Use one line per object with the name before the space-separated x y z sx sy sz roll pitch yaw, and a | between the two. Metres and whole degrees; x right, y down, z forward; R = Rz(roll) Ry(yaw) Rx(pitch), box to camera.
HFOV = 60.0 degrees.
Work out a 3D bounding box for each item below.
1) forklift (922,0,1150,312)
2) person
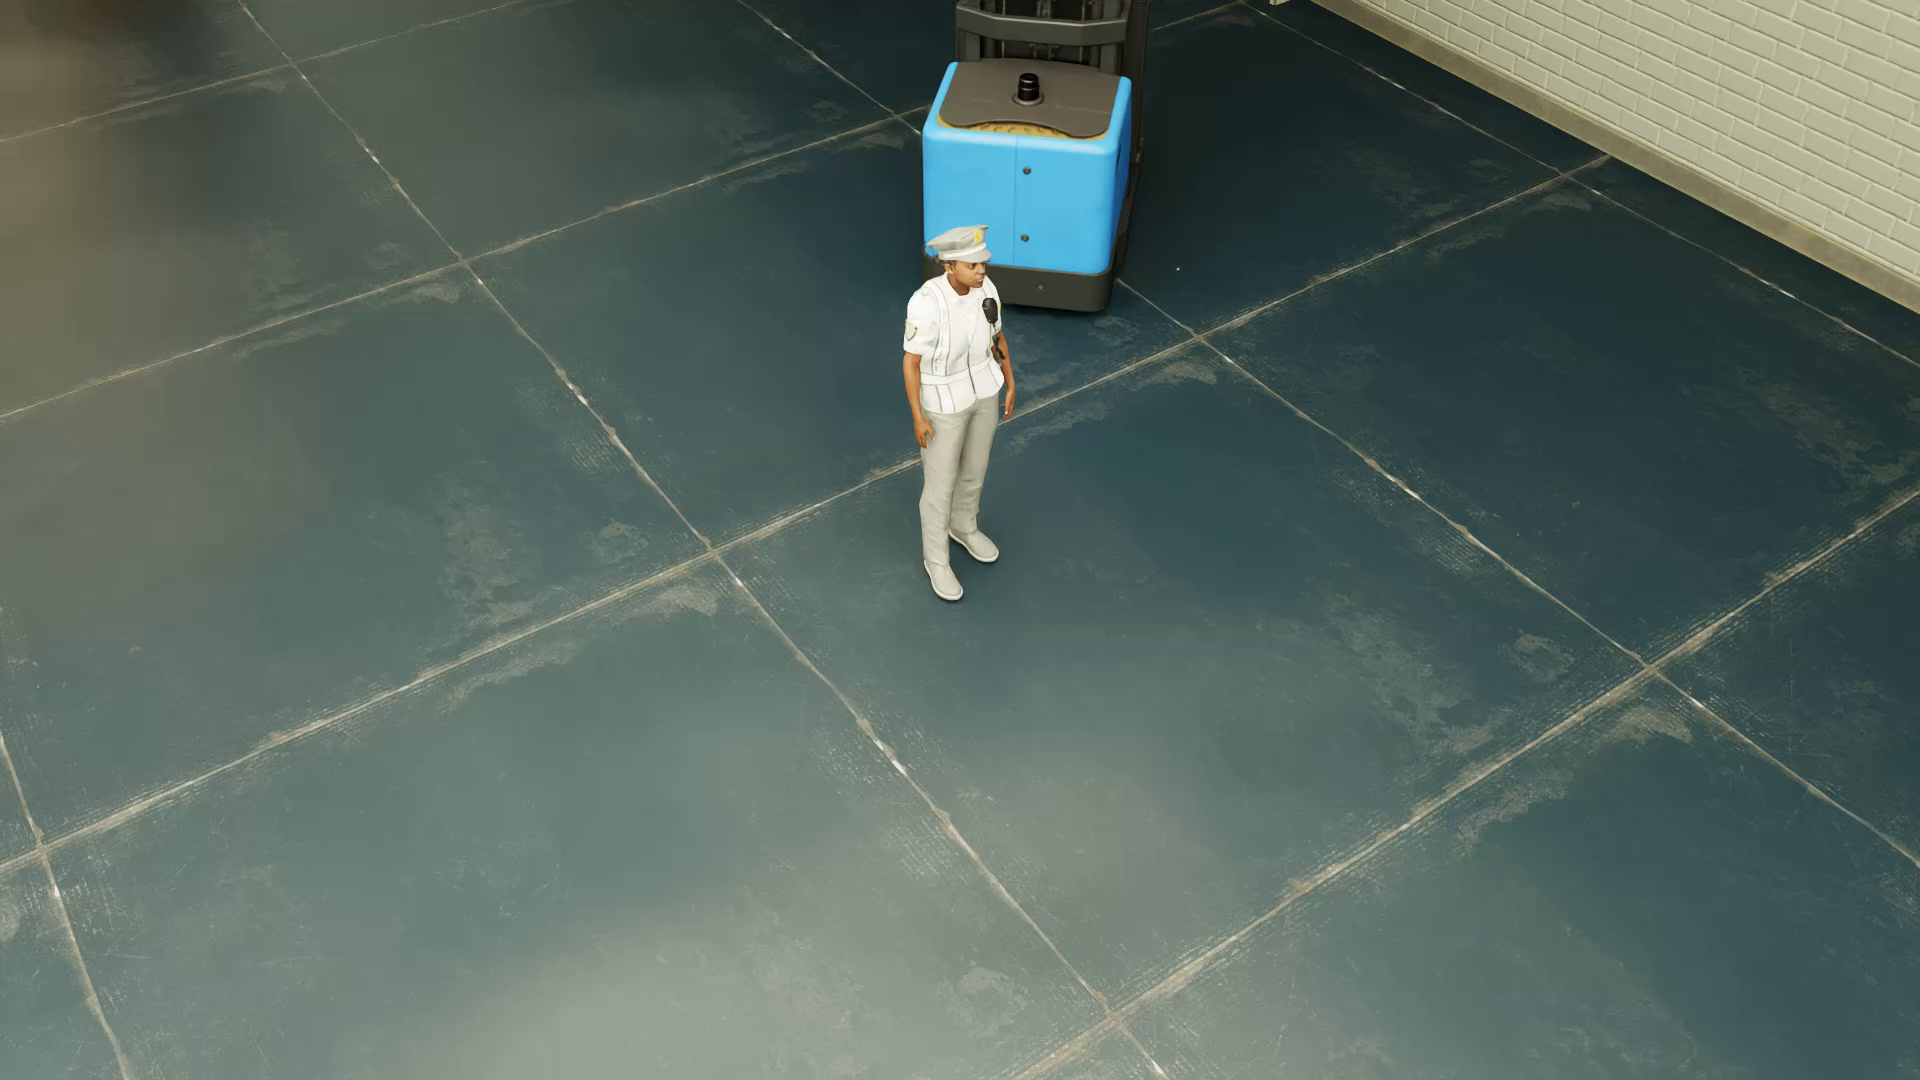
forklift | 0.562 -3.338 9.338 1.130 2.935 3.031 7 43 8
person | 0.026 -0.579 7.246 0.569 1.694 0.530 -25 48 -25
